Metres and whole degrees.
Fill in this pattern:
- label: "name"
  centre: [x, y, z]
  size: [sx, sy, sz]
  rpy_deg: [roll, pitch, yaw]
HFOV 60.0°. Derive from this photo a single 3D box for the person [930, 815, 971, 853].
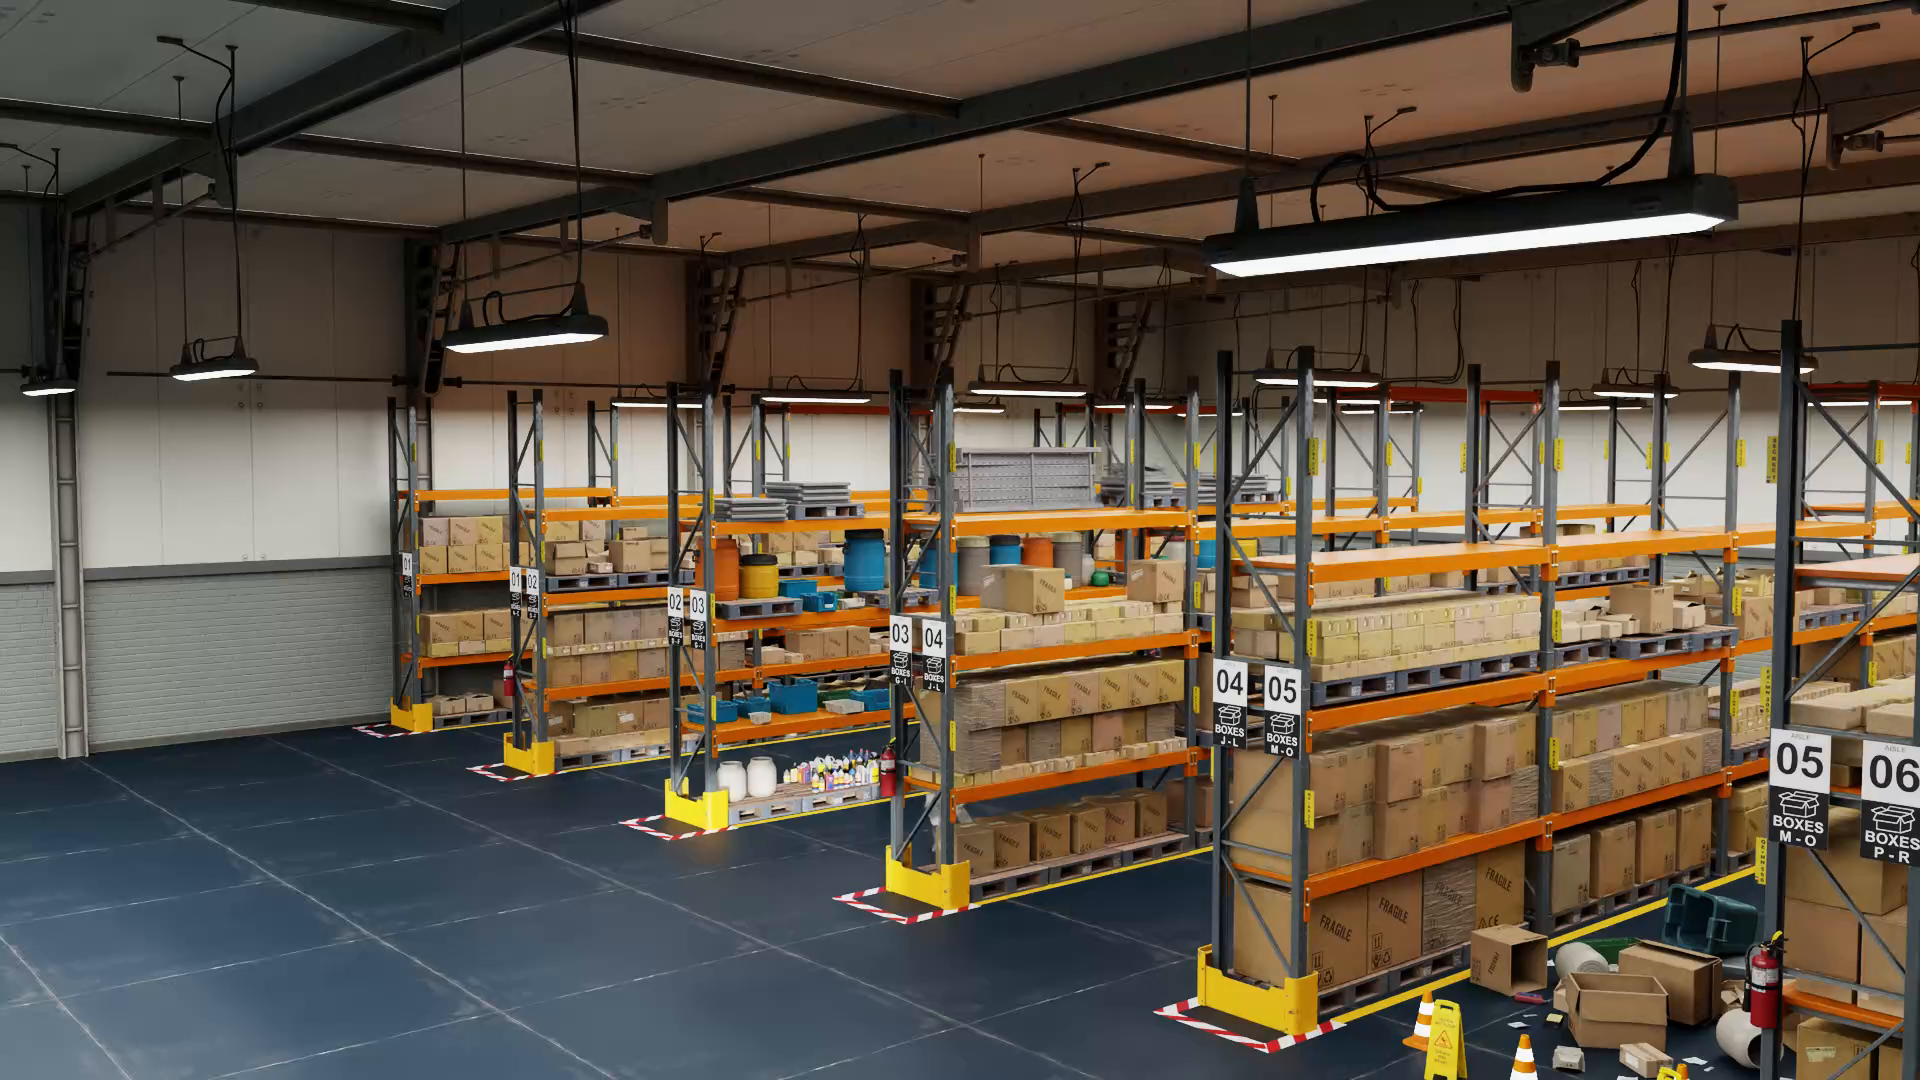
- label: "person"
  centre: [-0.142, 3.071, 20.996]
  size: [0.752, 1.782, 0.643]
  rpy_deg: [-3, 5, -43]
